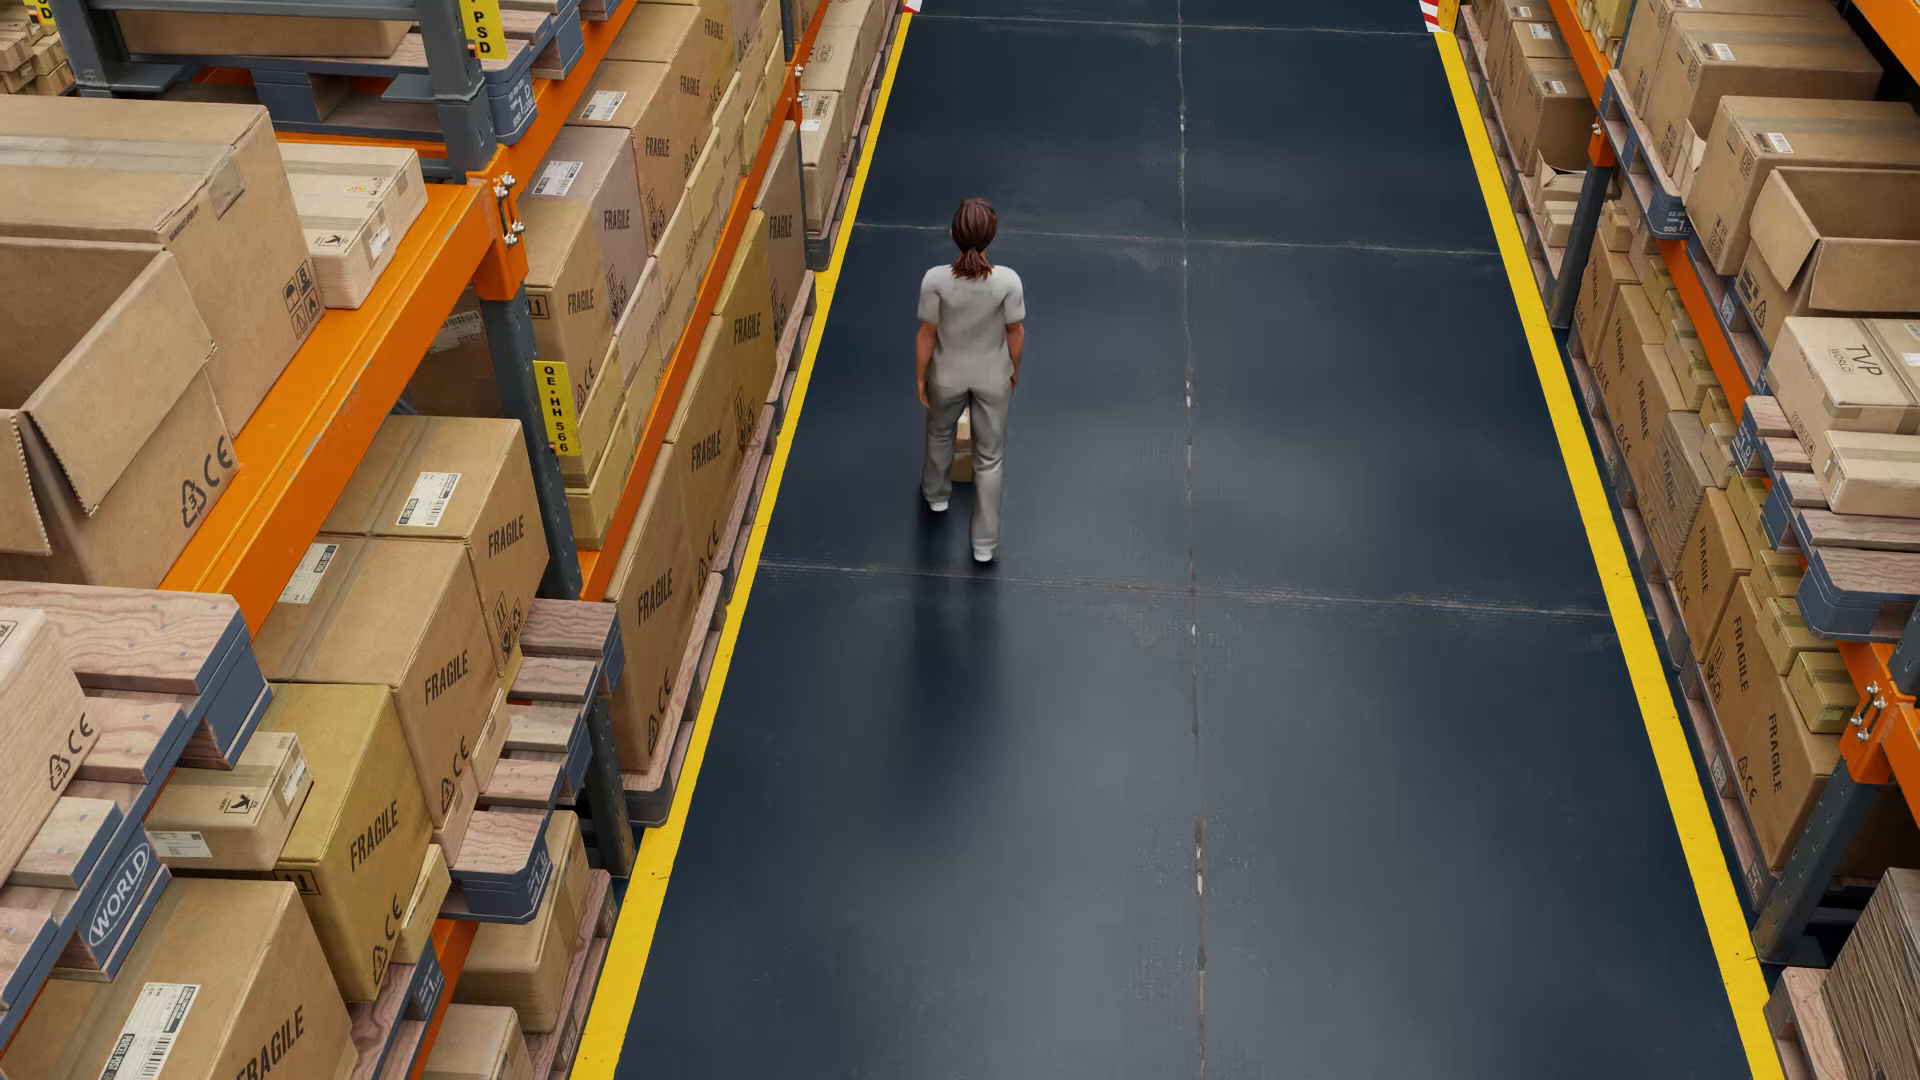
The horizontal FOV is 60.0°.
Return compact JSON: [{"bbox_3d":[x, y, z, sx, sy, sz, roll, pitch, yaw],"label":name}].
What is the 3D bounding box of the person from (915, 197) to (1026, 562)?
[{"bbox_3d":[0.040,-0.735,7.011,0.462,1.662,0.639,2,40,2],"label":"person"}]
